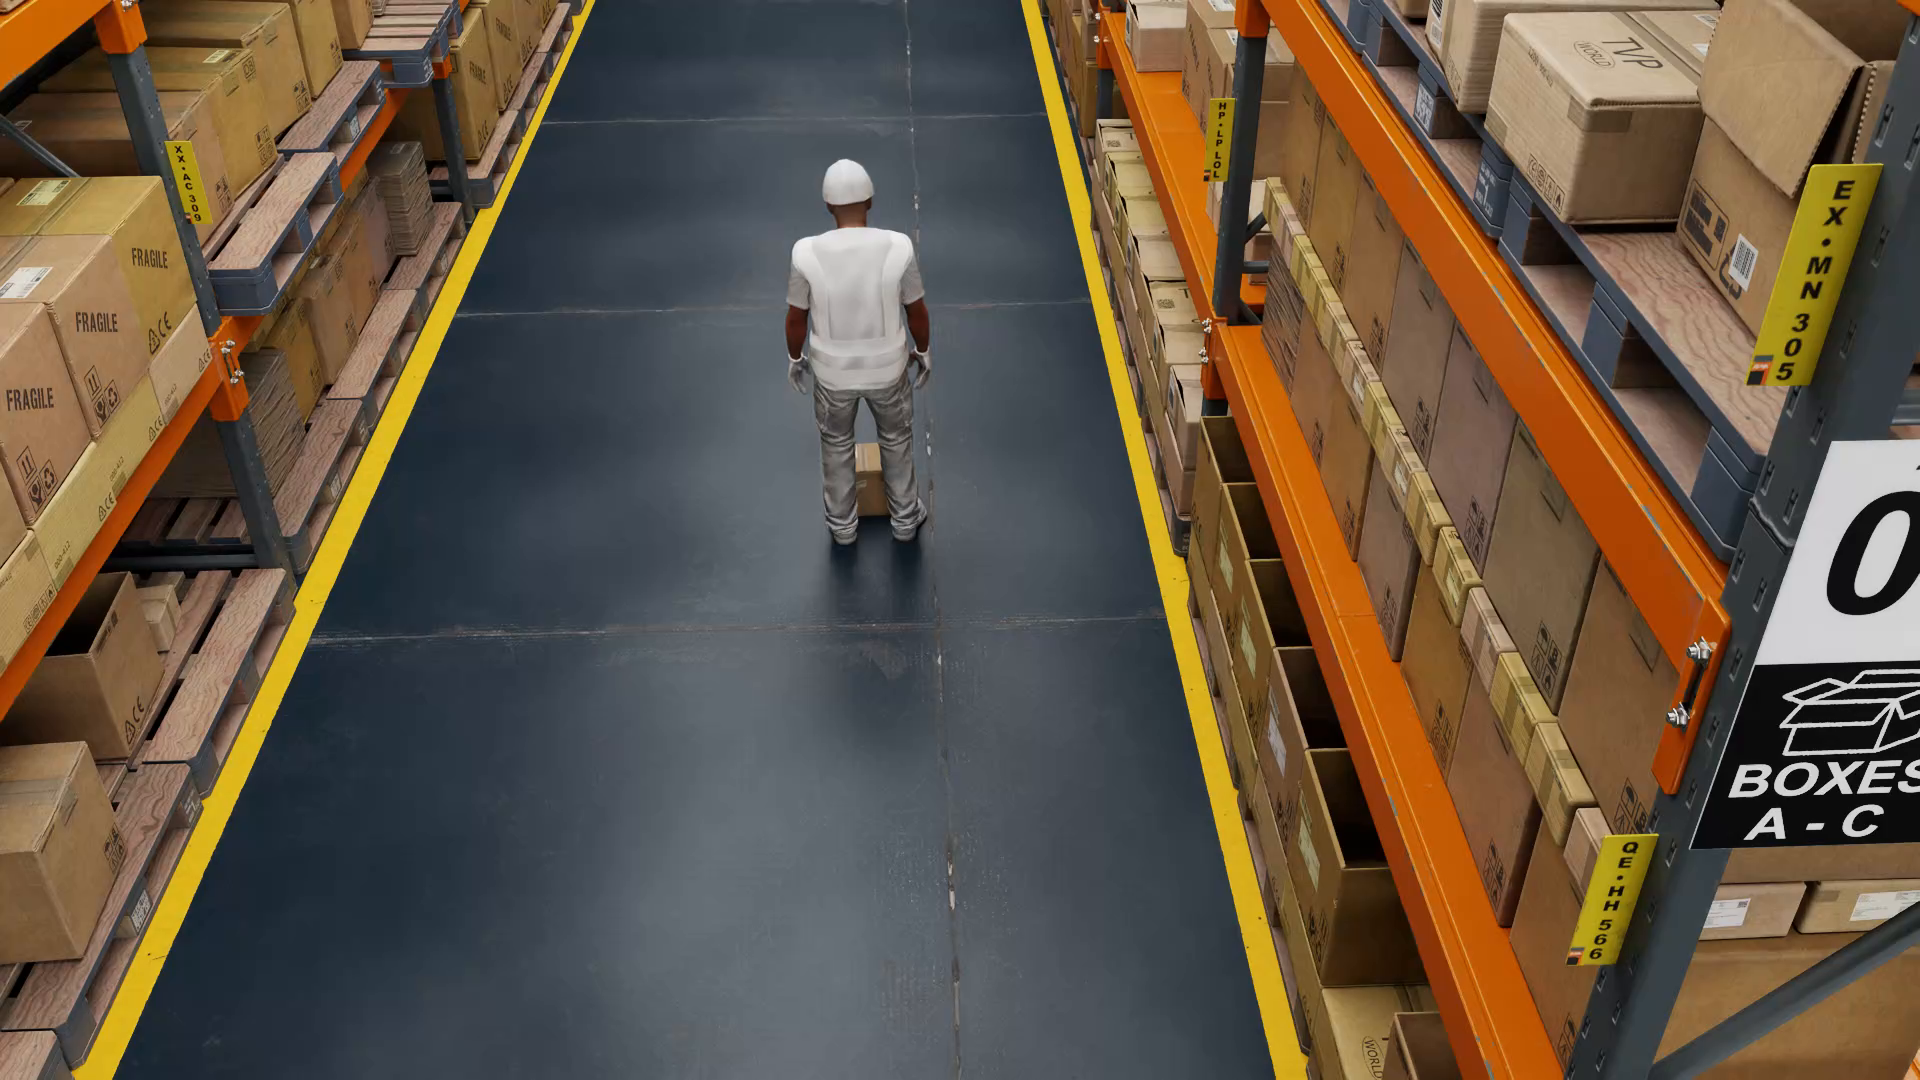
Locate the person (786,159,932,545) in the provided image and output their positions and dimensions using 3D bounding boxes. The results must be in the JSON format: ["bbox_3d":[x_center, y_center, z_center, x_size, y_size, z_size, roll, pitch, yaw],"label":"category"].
[{"bbox_3d":[-0.436,-0.781,7.254,0.629,1.773,0.453,-2,35,-3],"label":"person"}]
